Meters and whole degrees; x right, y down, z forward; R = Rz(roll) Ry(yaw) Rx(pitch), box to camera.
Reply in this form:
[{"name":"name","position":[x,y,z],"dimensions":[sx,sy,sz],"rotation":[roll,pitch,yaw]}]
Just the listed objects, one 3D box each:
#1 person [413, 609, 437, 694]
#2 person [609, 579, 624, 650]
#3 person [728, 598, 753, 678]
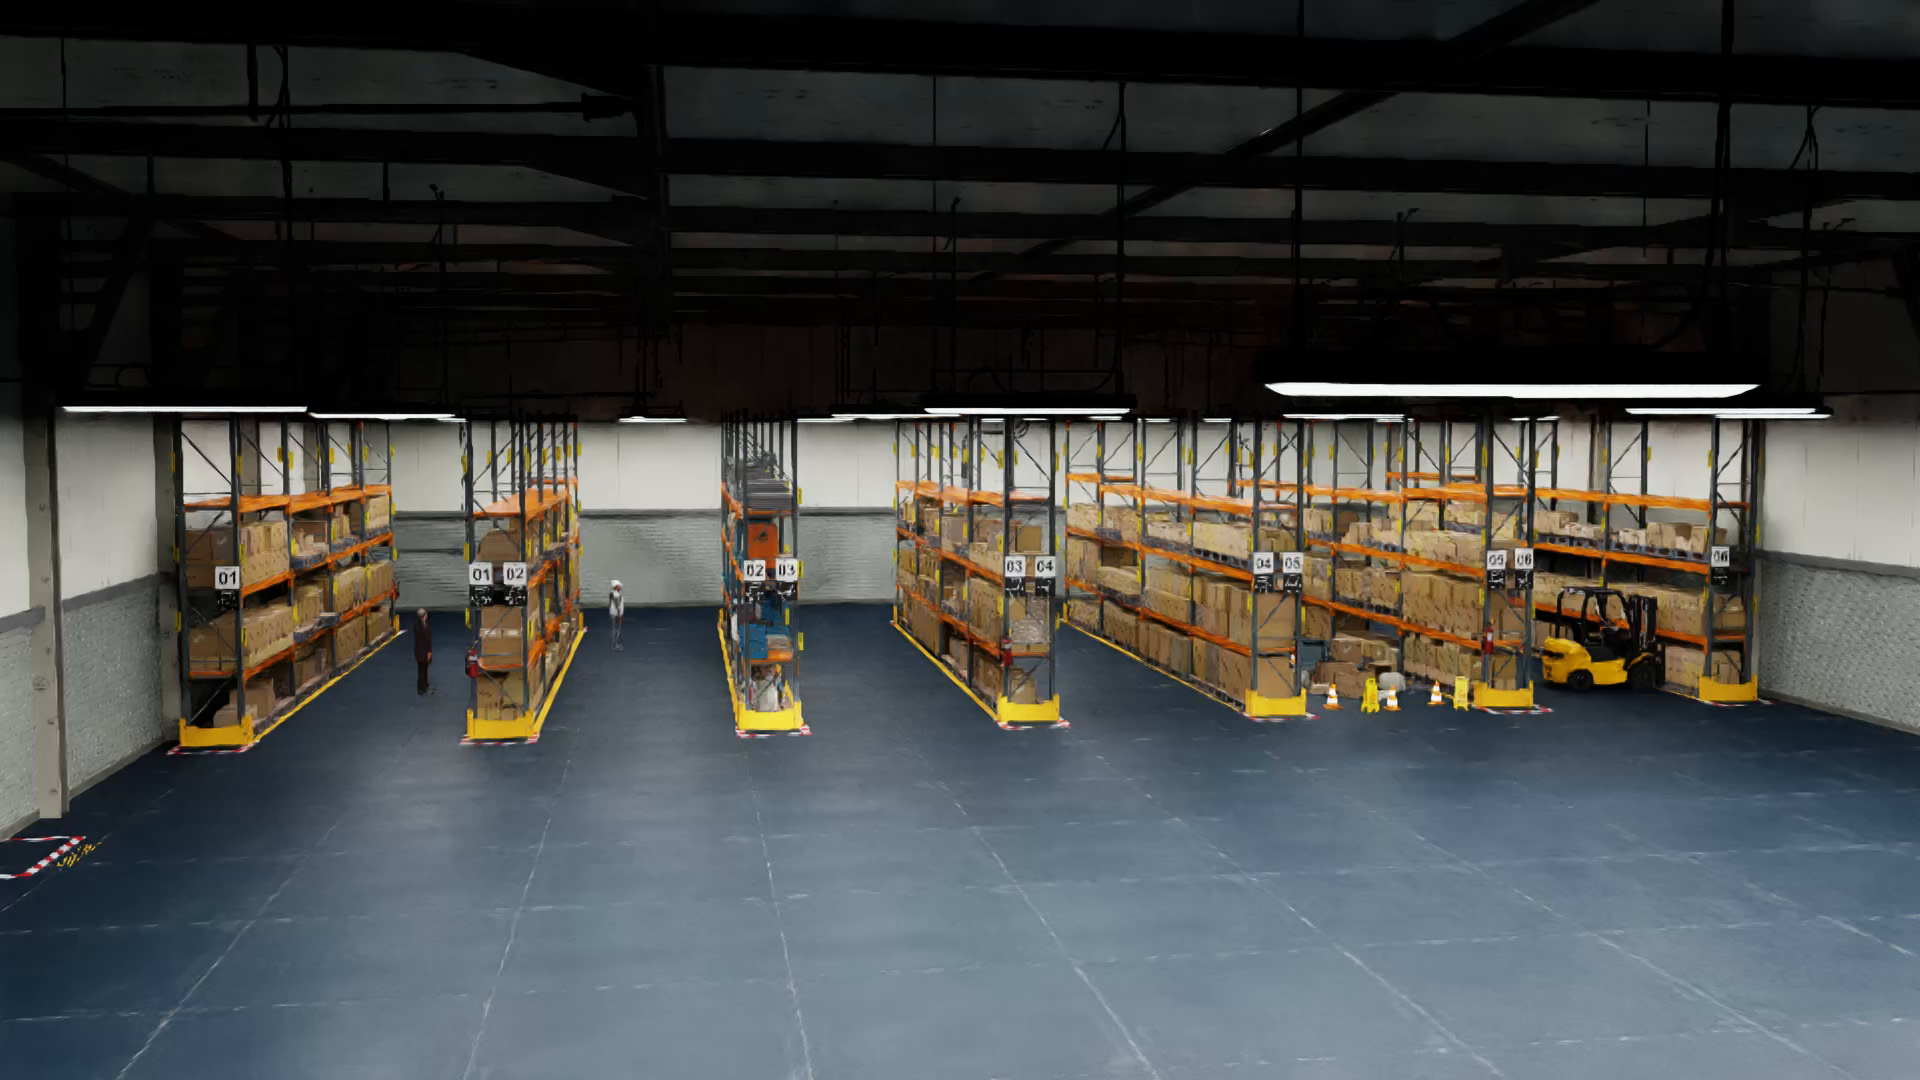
[{"name":"person","position":[-11.358,2.354,35.334],"dimensions":[0.504,1.784,0.640],"rotation":[-3,5,-39]},{"name":"person","position":[-8.676,1.880,42.100],"dimensions":[0.399,1.775,0.617],"rotation":[-2,4,-26]},{"name":"person","position":[-4.769,2.125,36.100],"dimensions":[0.489,1.769,0.635],"rotation":[-1,4,-17]}]
